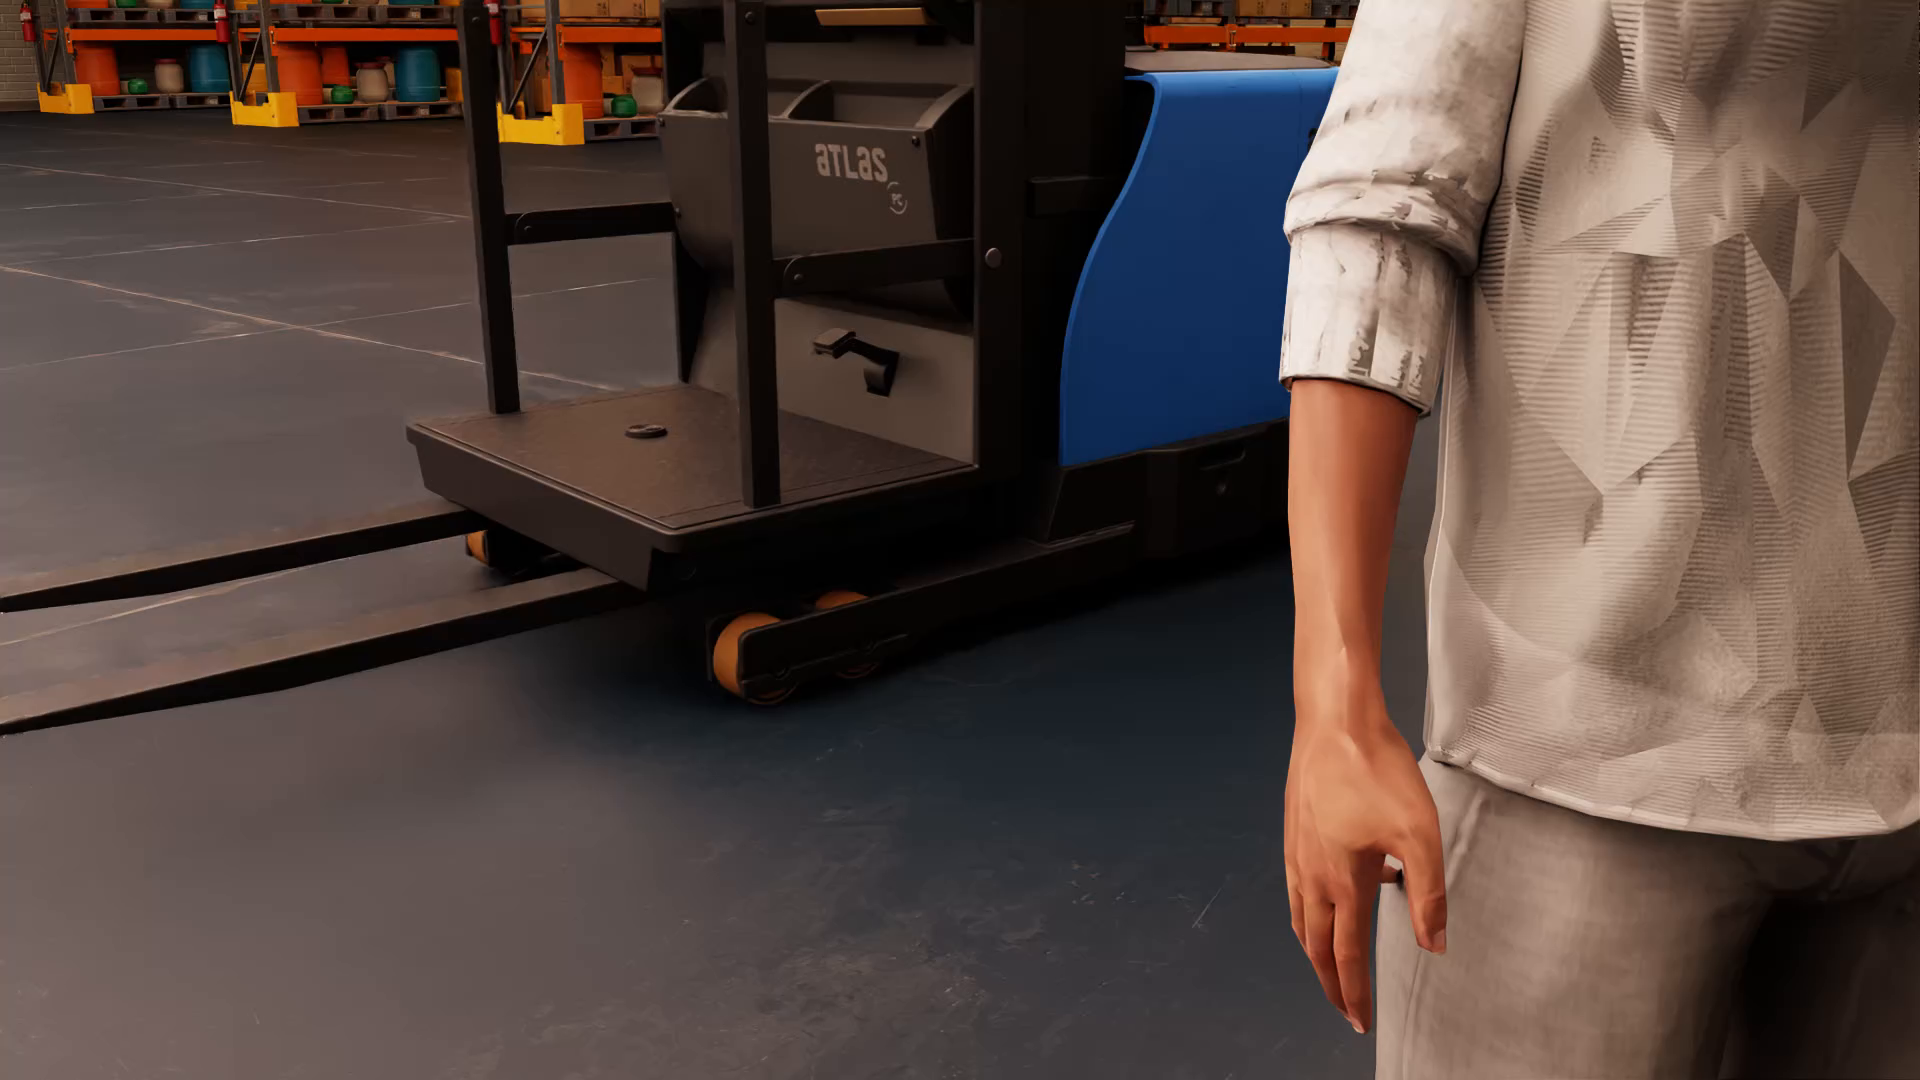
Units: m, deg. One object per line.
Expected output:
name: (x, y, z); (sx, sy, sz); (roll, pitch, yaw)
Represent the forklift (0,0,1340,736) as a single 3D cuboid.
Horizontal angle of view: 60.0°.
forklift: (-0.468, -1.278, 3.105); (3.031, 2.935, 1.130); (-14, 22, -39)
